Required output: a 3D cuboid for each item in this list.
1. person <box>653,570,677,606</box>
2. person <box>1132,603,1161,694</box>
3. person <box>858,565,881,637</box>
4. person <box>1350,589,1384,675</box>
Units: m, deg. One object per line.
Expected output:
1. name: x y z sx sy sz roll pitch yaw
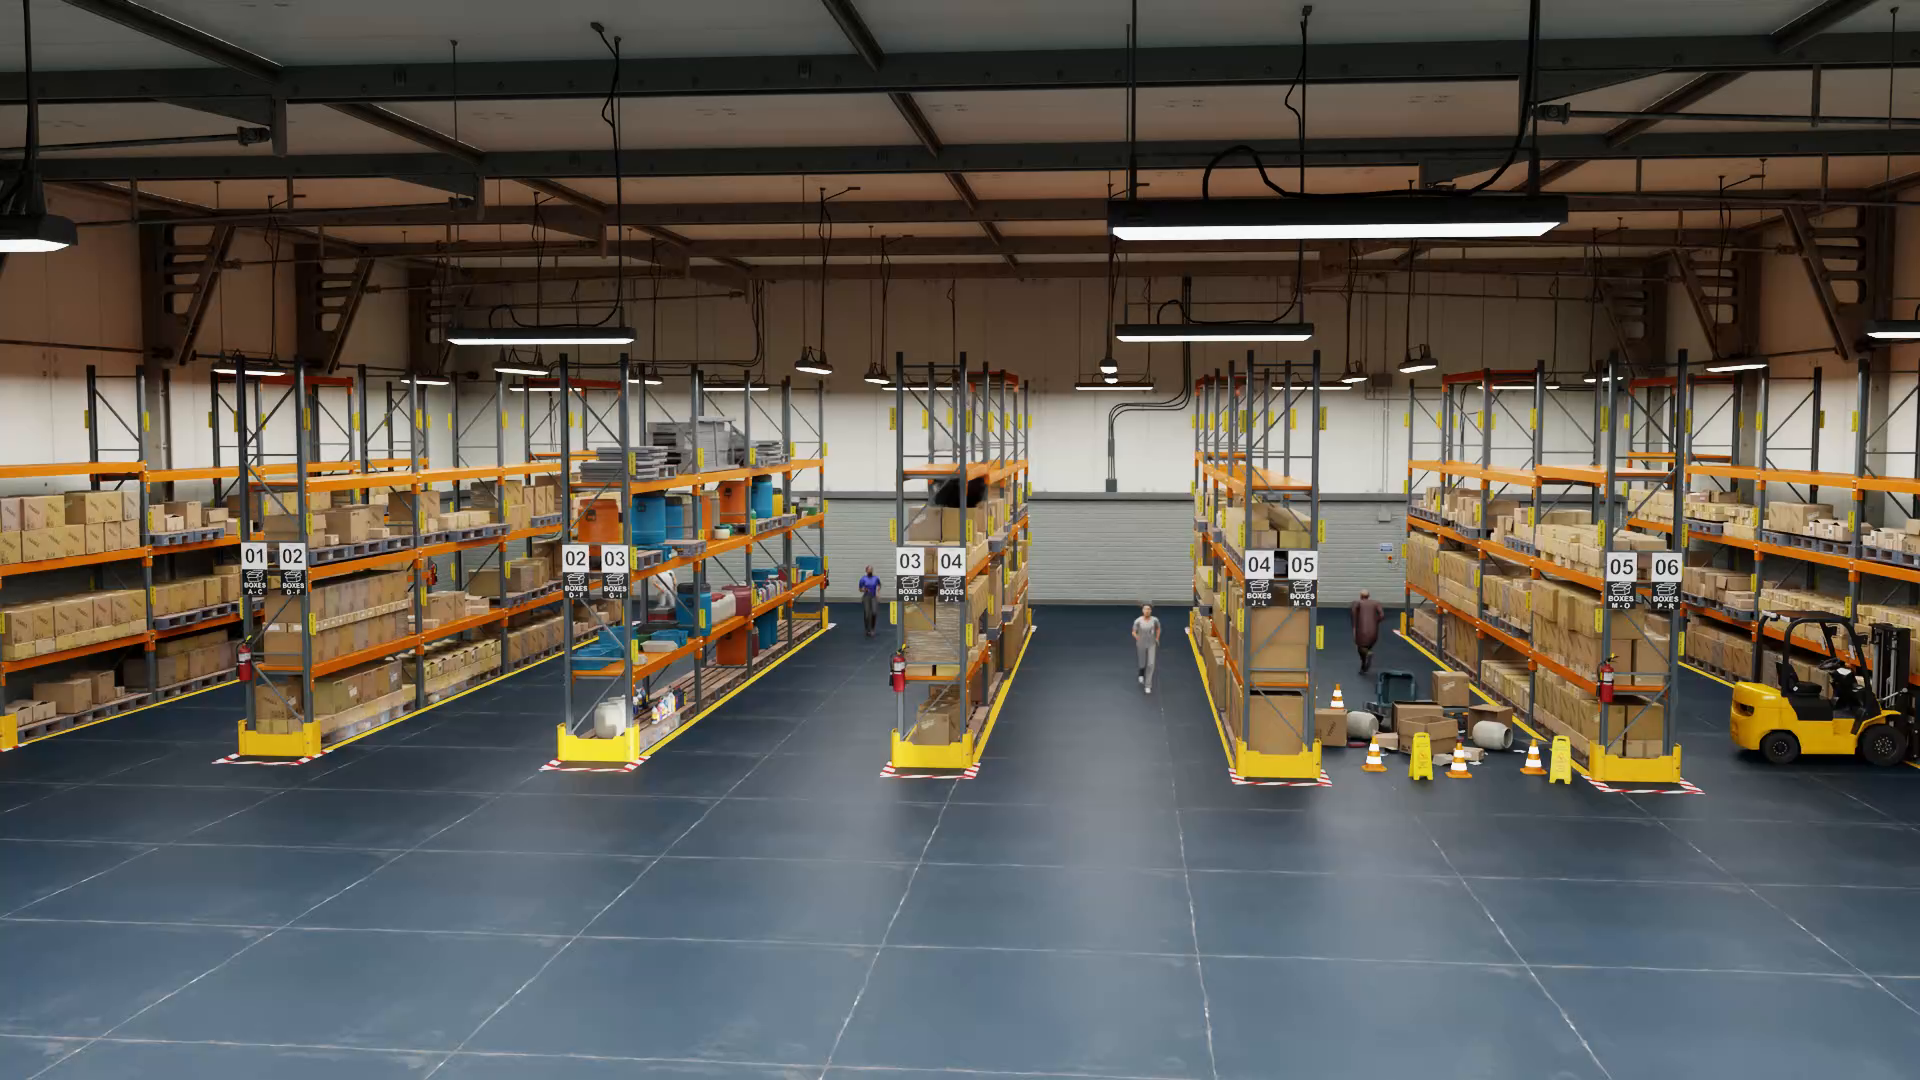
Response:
1. person: -7.185 1.295 40.649 0.623 1.635 0.607 -2 4 -24
2. person: 3.464 1.983 30.926 0.553 1.647 0.875 0 4 0
3. person: -2.088 1.438 38.866 0.570 1.669 0.665 -1 4 -10
4. person: 8.035 1.840 32.795 0.704 1.714 0.800 0 4 2
